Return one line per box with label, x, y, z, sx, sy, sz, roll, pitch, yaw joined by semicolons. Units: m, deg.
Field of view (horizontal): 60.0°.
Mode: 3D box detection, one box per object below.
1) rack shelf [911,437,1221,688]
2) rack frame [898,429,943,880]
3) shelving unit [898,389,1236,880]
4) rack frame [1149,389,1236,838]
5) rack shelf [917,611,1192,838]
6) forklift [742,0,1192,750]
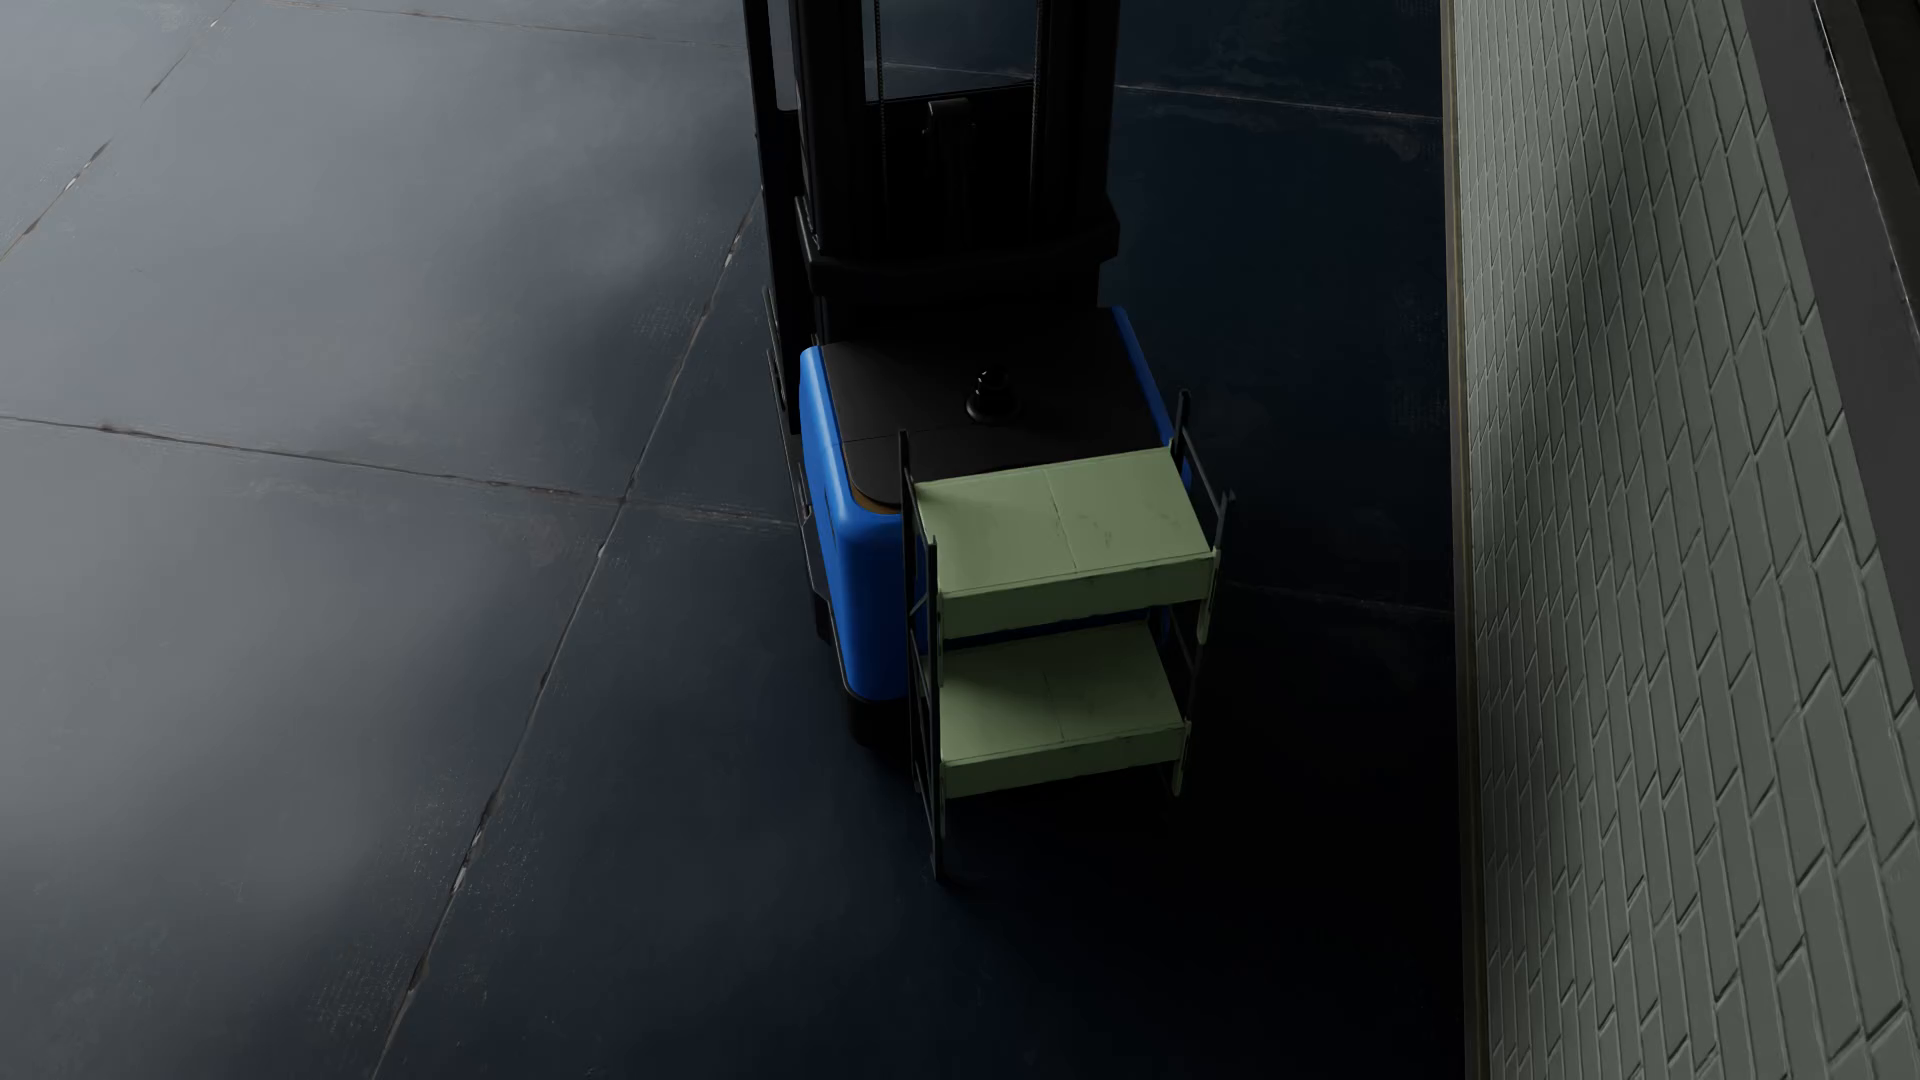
rack shelf;0.255;0.056;4.342;0.720;0.370;0.431;-9;48;-8
rack frame;-0.103;0.373;4.582;0.023;1.500;0.400;-9;48;-8
shelving unit;0.255;0.318;4.631;0.755;1.500;0.431;-9;48;-8
rack frame;0.614;0.264;4.680;0.023;1.500;0.400;-9;48;-8
rack shelf;0.256;0.537;4.872;0.720;0.370;0.431;-9;48;-8
forklift;-0.126;-1.438;5.249;1.130;2.935;3.031;-9;49;-8
